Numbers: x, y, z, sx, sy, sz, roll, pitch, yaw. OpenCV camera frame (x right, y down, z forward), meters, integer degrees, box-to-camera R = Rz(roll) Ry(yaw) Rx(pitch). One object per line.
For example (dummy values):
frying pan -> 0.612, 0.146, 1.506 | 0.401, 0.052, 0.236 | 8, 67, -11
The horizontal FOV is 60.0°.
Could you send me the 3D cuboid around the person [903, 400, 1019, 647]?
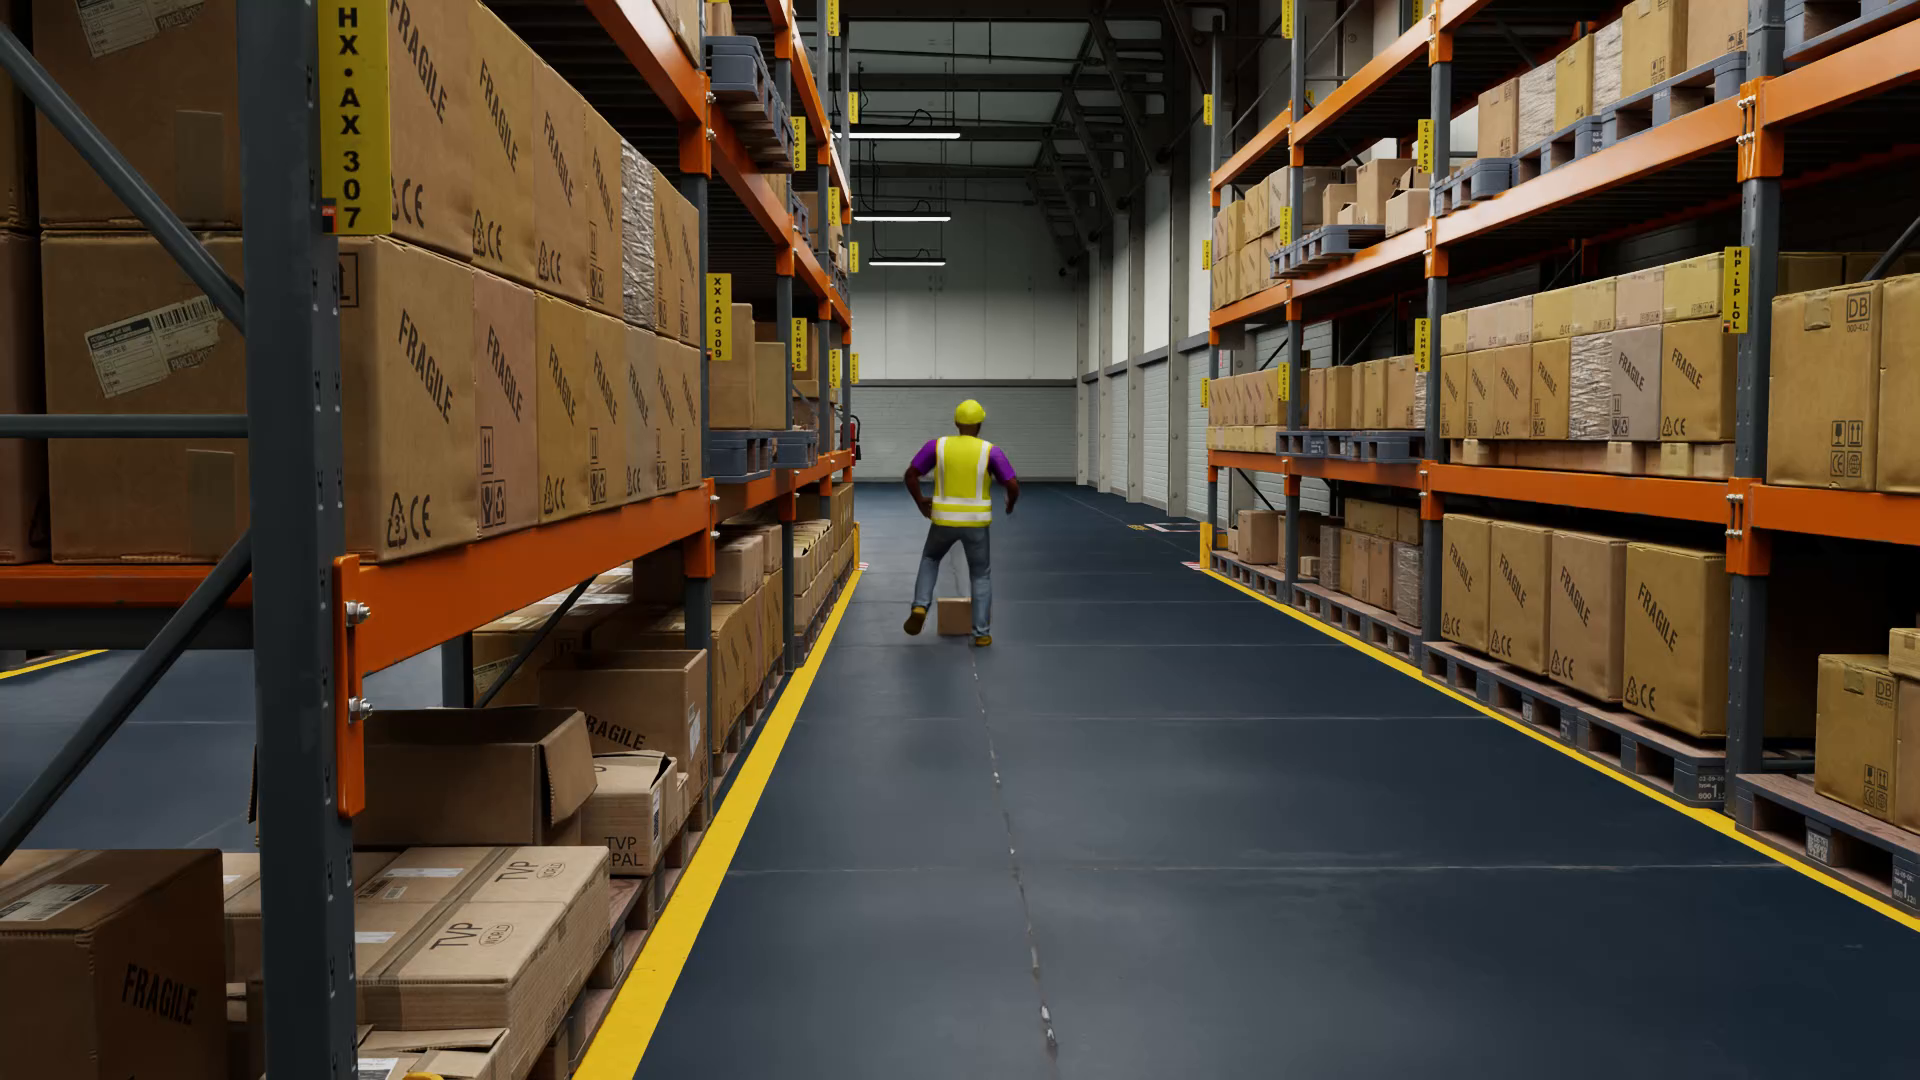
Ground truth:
person -> 0.005, -0.130, 11.812 | 0.823, 1.725, 0.548 | 0, 4, 1
